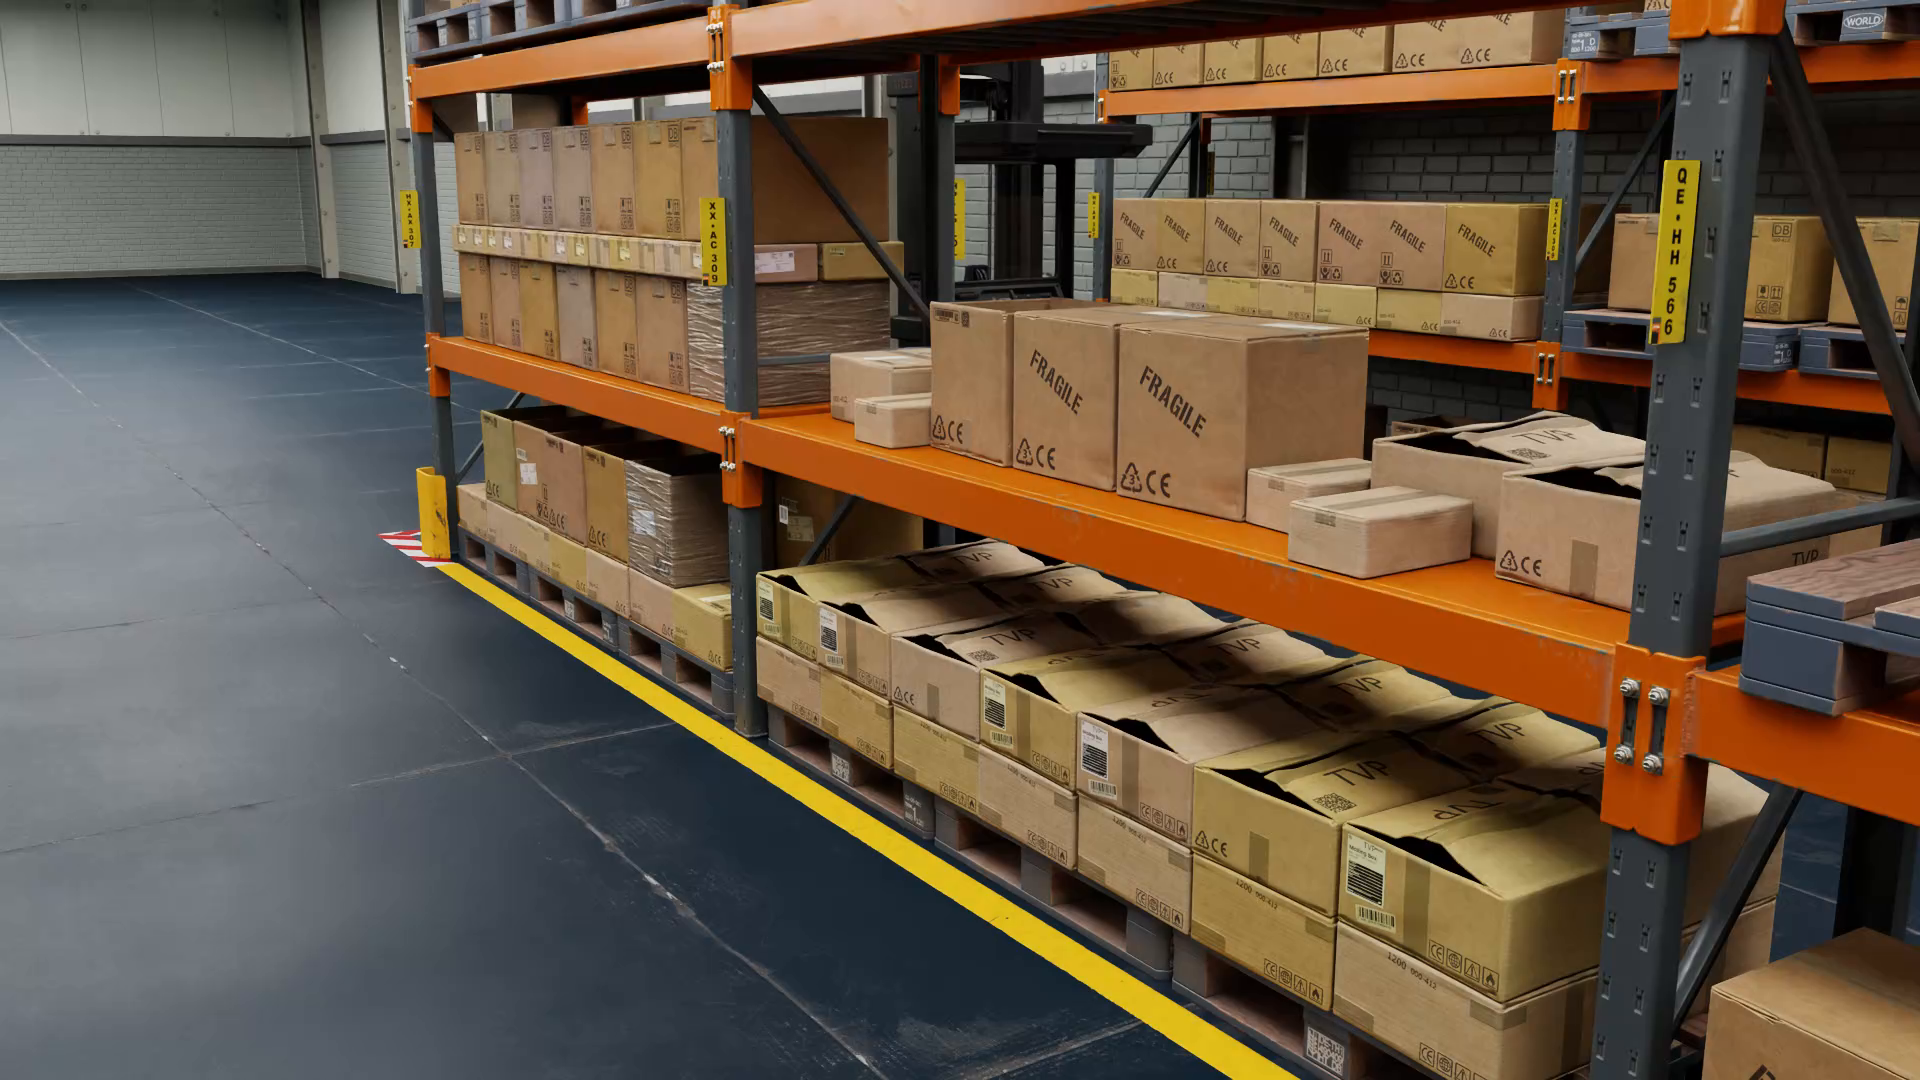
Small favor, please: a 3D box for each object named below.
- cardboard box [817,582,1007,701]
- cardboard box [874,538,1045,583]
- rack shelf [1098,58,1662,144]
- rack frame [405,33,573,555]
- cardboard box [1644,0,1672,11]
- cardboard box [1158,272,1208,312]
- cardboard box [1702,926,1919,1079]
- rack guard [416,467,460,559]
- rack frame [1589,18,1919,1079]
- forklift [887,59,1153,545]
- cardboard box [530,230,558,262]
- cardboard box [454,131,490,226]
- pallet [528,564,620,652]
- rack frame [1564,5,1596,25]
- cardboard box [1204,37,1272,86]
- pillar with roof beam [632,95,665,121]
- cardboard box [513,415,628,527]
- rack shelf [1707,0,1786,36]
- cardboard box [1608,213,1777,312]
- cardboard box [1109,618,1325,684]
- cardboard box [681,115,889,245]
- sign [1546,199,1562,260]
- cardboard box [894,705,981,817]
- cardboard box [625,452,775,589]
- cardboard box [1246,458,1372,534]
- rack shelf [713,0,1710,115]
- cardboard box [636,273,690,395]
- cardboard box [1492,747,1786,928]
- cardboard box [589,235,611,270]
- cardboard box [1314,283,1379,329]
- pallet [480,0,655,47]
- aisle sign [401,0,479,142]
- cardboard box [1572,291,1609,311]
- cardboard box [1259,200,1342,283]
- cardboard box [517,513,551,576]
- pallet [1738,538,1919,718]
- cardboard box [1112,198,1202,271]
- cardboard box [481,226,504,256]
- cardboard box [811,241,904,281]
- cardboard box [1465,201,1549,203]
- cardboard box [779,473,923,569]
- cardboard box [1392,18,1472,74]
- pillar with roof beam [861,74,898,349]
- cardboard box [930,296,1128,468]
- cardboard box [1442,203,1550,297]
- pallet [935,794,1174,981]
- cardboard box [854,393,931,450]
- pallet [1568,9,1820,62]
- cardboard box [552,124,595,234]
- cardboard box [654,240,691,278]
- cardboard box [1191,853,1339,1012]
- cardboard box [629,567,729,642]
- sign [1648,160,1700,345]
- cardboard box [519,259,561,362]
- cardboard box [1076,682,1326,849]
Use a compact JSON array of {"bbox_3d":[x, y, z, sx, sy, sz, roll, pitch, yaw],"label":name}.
[{"bbox_3d":[-0.175,0.327,5.984,0.500,0.311,0.500,-8,15,-33],"label":"cardboard box"},{"bbox_3d":[-0.006,0.173,6.690,0.500,0.311,0.500,-8,15,-33],"label":"cardboard box"},{"bbox_3d":[2.545,-2.786,10.743,1.077,0.370,4.000,-8,15,-33],"label":"rack shelf"},{"bbox_3d":[-2.685,-1.441,9.929,1.000,3.000,0.127,-8,15,-33],"label":"rack frame"},{"bbox_3d":[3.889,-2.929,8.496,0.500,0.500,0.500,-6,14,-25],"label":"cardboard box"},{"bbox_3d":[1.742,-1.749,11.644,0.500,0.250,0.500,-9,15,-35],"label":"cardboard box"},{"bbox_3d":[1.761,1.103,3.118,0.500,0.500,0.500,-7,14,-30],"label":"cardboard box"},{"bbox_3d":[-2.699,-0.224,10.215,1.175,0.500,0.348,-8,15,-33],"label":"rack guard"},{"bbox_3d":[1.750,-0.018,3.424,0.949,2.616,0.053,-8,15,-33],"label":"rack frame"},{"bbox_3d":[0.394,-1.328,9.573,1.130,2.935,3.031,-10,16,-38],"label":"forklift"},{"bbox_3d":[-1.932,-1.482,8.367,0.380,0.149,0.250,-8,15,-33],"label":"cardboard box"},{"bbox_3d":[-2.408,-2.029,9.350,0.700,0.500,0.500,-8,15,-33],"label":"cardboard box"},{"bbox_3d":[-1.555,0.269,8.636,1.003,0.211,1.213,-8,15,-33],"label":"pallet"},{"bbox_3d":[3.653,-4.247,8.719,1.000,3.000,0.127,-8,15,-33],"label":"rack frame"},{"bbox_3d":[1.973,-3.271,10.996,0.500,0.500,0.500,-7,14,-30],"label":"cardboard box"},{"bbox_3d":[-7.688,-6.561,19.300,9.100,9.000,0.400,-8,15,-33],"label":"pillar with roof beam"},{"bbox_3d":[-2.007,-0.371,8.736,0.500,0.500,0.500,-8,15,-33],"label":"cardboard box"},{"bbox_3d":[2.855,-0.776,1.552,1.077,0.370,4.000,-8,15,-33],"label":"rack shelf"},{"bbox_3d":[3.906,-1.486,8.870,0.700,0.500,0.500,-8,15,-33],"label":"cardboard box"},{"bbox_3d":[0.837,0.444,5.453,0.500,0.311,0.500,-8,15,-33],"label":"cardboard box"},{"bbox_3d":[-0.720,-1.490,6.884,0.700,0.500,0.500,-8,15,-32],"label":"cardboard box"},{"bbox_3d":[3.205,-1.674,8.967,0.100,0.325,0.005,-8,15,-33],"label":"sign"},{"bbox_3d":[0.120,0.693,5.626,0.500,0.250,0.500,-9,15,-34],"label":"cardboard box"},{"bbox_3d":[-1.175,-0.104,7.516,0.500,0.500,0.500,-8,15,-33],"label":"cardboard box"},{"bbox_3d":[0.994,-0.115,4.456,0.380,0.149,0.250,-7,14,-29],"label":"cardboard box"},{"bbox_3d":[0.639,-1.488,4.805,1.077,0.370,4.000,-8,15,-33],"label":"rack shelf"},{"bbox_3d":[-1.018,-0.949,7.448,0.700,0.500,0.500,-8,15,-33],"label":"cardboard box"},{"bbox_3d":[1.701,0.718,4.196,0.500,0.311,0.500,-8,14,-31],"label":"cardboard box"},{"bbox_3d":[-1.500,-1.344,7.734,0.380,0.149,0.250,-8,14,-31],"label":"cardboard box"},{"bbox_3d":[2.577,-1.478,10.405,0.500,0.250,0.500,-8,15,-33],"label":"cardboard box"},{"bbox_3d":[-1.635,-2.517,8.035,1.003,0.211,1.213,-8,15,-33],"label":"pallet"},{"bbox_3d":[-2.977,-2.686,9.539,0.394,0.787,0.004,-8,15,-33],"label":"aisle sign"},{"bbox_3d":[3.571,-1.362,9.872,0.500,0.250,0.500,-8,15,-32],"label":"cardboard box"},{"bbox_3d":[2.293,-1.938,10.751,0.500,0.500,0.500,-8,14,-31],"label":"cardboard box"},{"bbox_3d":[-2.017,-0.003,8.809,0.500,0.250,0.500,-8,15,-33],"label":"cardboard box"},{"bbox_3d":[2.181,0.188,2.930,1.213,0.211,1.003,-8,15,-33],"label":"pallet"},{"bbox_3d":[1.451,-2.210,11.996,0.500,0.500,0.500,-8,15,-33],"label":"cardboard box"},{"bbox_3d":[-2.362,-1.620,8.996,0.380,0.149,0.250,-8,15,-33],"label":"cardboard box"},{"bbox_3d":[-0.457,-1.166,6.919,0.380,0.149,0.250,-8,15,-33],"label":"cardboard box"},{"bbox_3d":[3.283,-1.820,10.212,0.500,0.500,0.500,-8,15,-33],"label":"cardboard box"},{"bbox_3d":[-0.465,-0.077,7.391,0.500,0.500,0.500,-8,15,-33],"label":"cardboard box"},{"bbox_3d":[2.898,-2.992,9.722,0.500,0.500,0.500,-10,16,-37],"label":"cardboard box"},{"bbox_3d":[-4.364,-5.494,14.420,9.100,9.000,0.400,-8,15,-33],"label":"pillar with roof beam"},{"bbox_3d":[0.235,-0.546,5.603,0.500,0.500,0.500,-7,14,-29],"label":"cardboard box"},{"bbox_3d":[3.133,-1.667,9.511,0.500,0.500,0.500,-8,15,-33],"label":"cardboard box"},{"bbox_3d":[0.652,0.976,5.402,1.003,0.211,1.213,-8,15,-33],"label":"pallet"},{"bbox_3d":[-0.148,-0.425,5.871,0.380,0.149,0.250,-8,15,-33],"label":"cardboard box"},{"bbox_3d":[3.906,-2.568,8.500,1.213,0.211,1.003,-8,15,-33],"label":"pallet"},{"bbox_3d":[-1.554,-1.758,8.108,0.700,0.500,0.500,-8,15,-33],"label":"cardboard box"},{"bbox_3d":[-1.081,-1.209,7.115,0.380,0.149,0.250,-9,15,-34],"label":"cardboard box"},{"bbox_3d":[0.964,0.964,4.385,0.500,0.250,0.500,-8,15,-33],"label":"cardboard box"},{"bbox_3d":[-1.177,0.262,7.595,0.500,0.250,0.500,-8,15,-33],"label":"cardboard box"},{"bbox_3d":[1.287,-0.517,2.996,0.100,0.325,0.005,-8,15,-33],"label":"sign"},{"bbox_3d":[-1.872,-1.223,8.700,0.700,0.500,0.500,-8,15,-32],"label":"cardboard box"},{"bbox_3d":[0.681,0.600,4.735,0.500,0.311,0.500,-8,15,-33],"label":"cardboard box"}]
